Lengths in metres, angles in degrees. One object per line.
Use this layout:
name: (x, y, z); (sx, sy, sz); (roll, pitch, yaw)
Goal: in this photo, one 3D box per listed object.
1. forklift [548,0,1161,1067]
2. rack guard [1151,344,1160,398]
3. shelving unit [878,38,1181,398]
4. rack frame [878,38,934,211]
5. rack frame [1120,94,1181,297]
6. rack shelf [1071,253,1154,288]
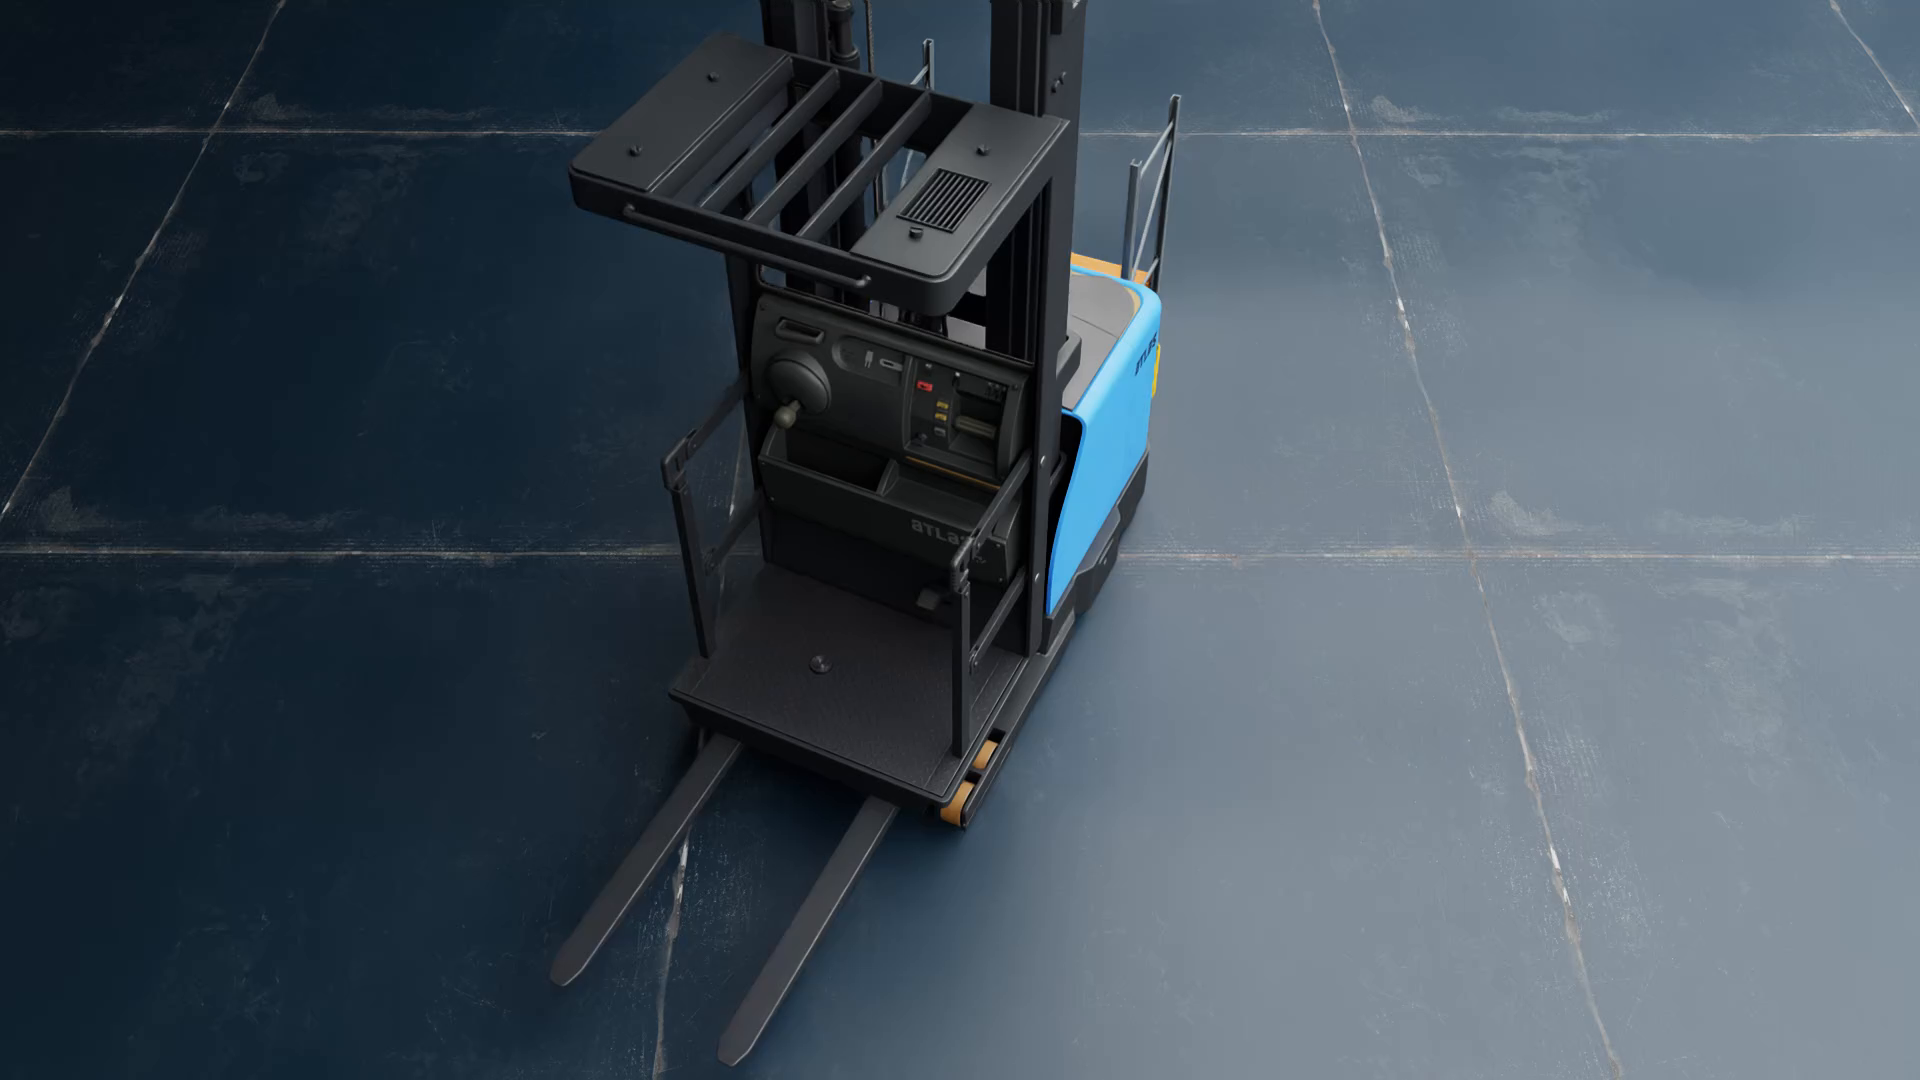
forklift: (-0.330, -0.373, 5.095); (1.130, 2.935, 3.031); (19, 50, 17)
rack guard: (0.720, -0.572, 7.112); (0.087, 0.250, 0.587); (17, 49, 15)
shelving unit: (0.262, -1.141, 6.787); (1.083, 1.500, 0.587); (17, 49, 15)
rack frame: (-0.214, -1.289, 6.925); (0.032, 1.500, 0.500); (17, 49, 15)
rack frame: (0.721, -0.997, 6.654); (0.032, 1.500, 0.500); (17, 49, 15)
rack shelf: (0.253, -1.021, 6.921); (1.000, 0.185, 0.538); (17, 49, 15)
